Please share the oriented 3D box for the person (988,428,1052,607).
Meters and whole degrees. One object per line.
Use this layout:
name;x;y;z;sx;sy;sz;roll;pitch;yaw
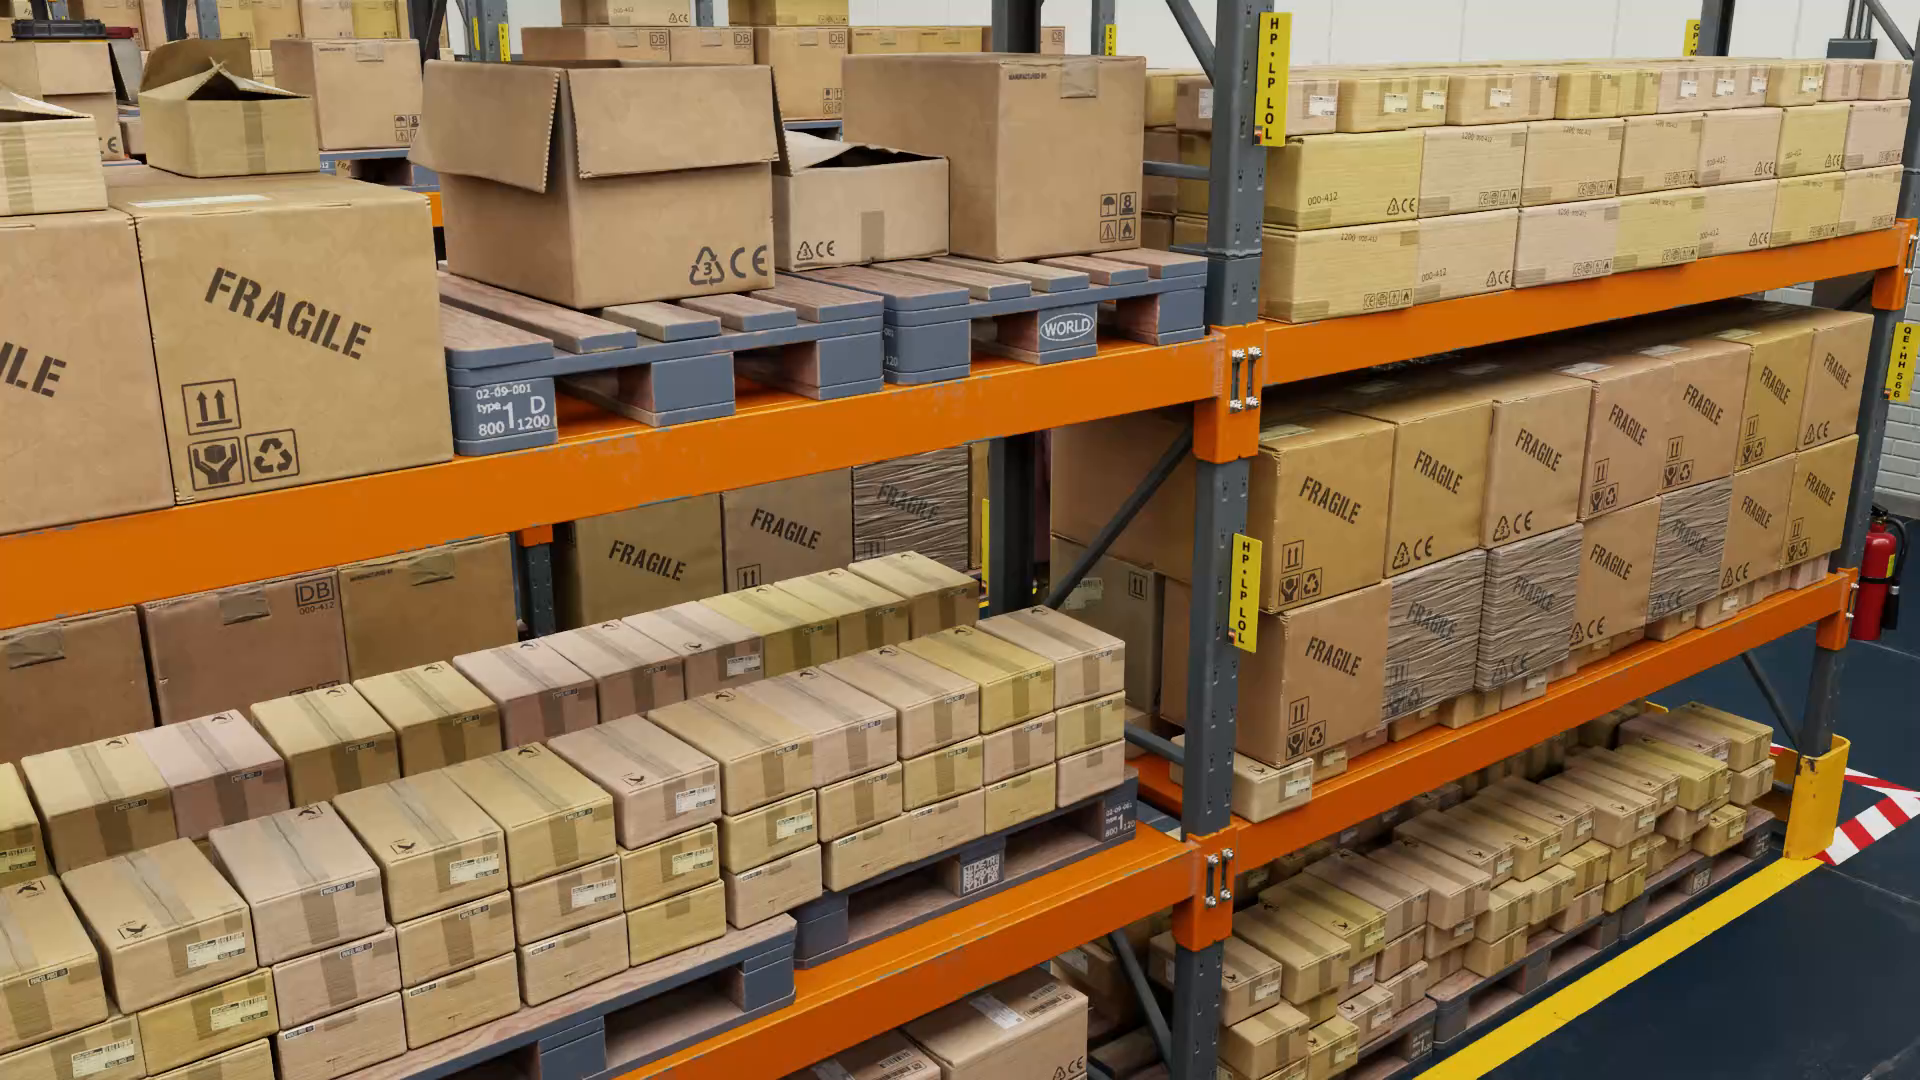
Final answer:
person;0.421;-0.148;9.546;0.420;1.774;0.651;-14;22;-37
